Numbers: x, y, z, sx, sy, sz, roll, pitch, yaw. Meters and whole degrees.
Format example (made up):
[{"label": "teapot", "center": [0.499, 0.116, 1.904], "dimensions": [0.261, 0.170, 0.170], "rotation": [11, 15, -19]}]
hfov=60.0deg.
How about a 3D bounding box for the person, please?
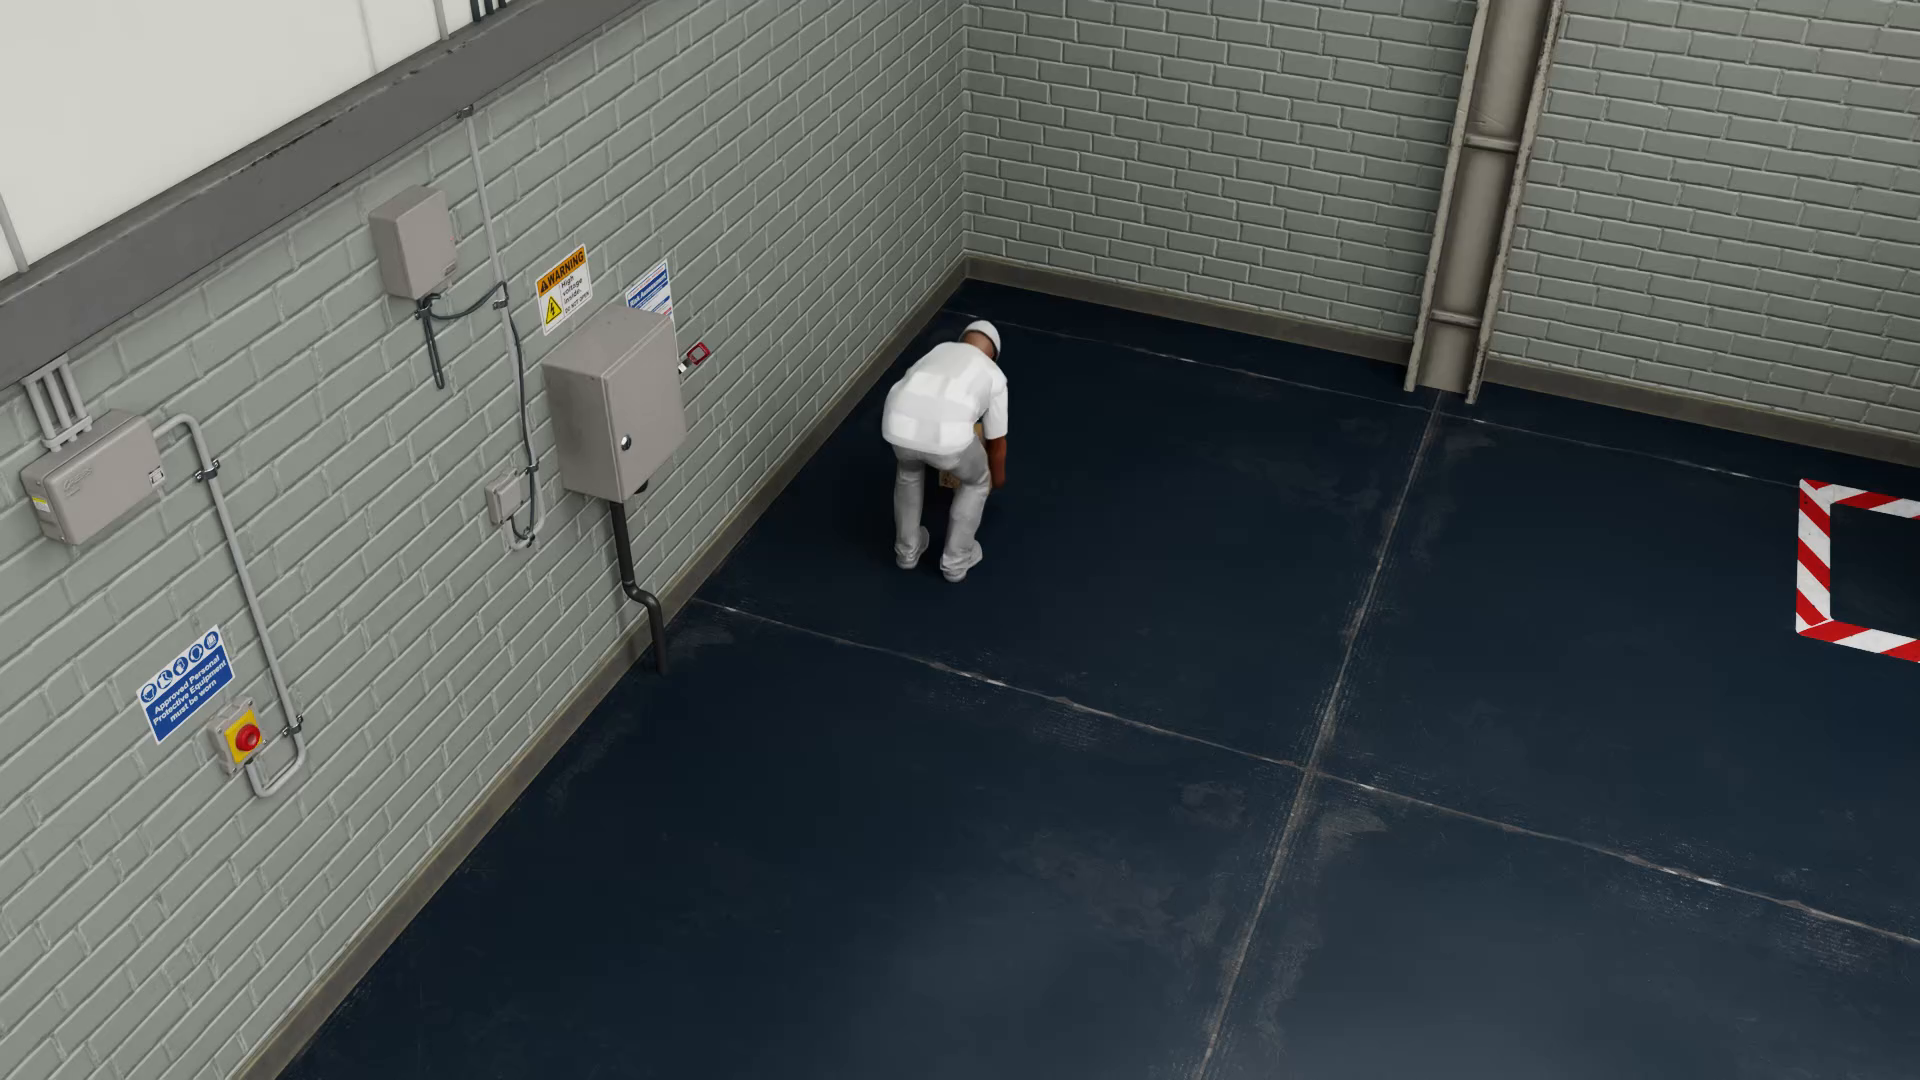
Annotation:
[{"label": "person", "center": [-0.040, -0.450, 7.966], "dimensions": [0.482, 1.065, 0.982], "rotation": [12, 39, 16]}]
